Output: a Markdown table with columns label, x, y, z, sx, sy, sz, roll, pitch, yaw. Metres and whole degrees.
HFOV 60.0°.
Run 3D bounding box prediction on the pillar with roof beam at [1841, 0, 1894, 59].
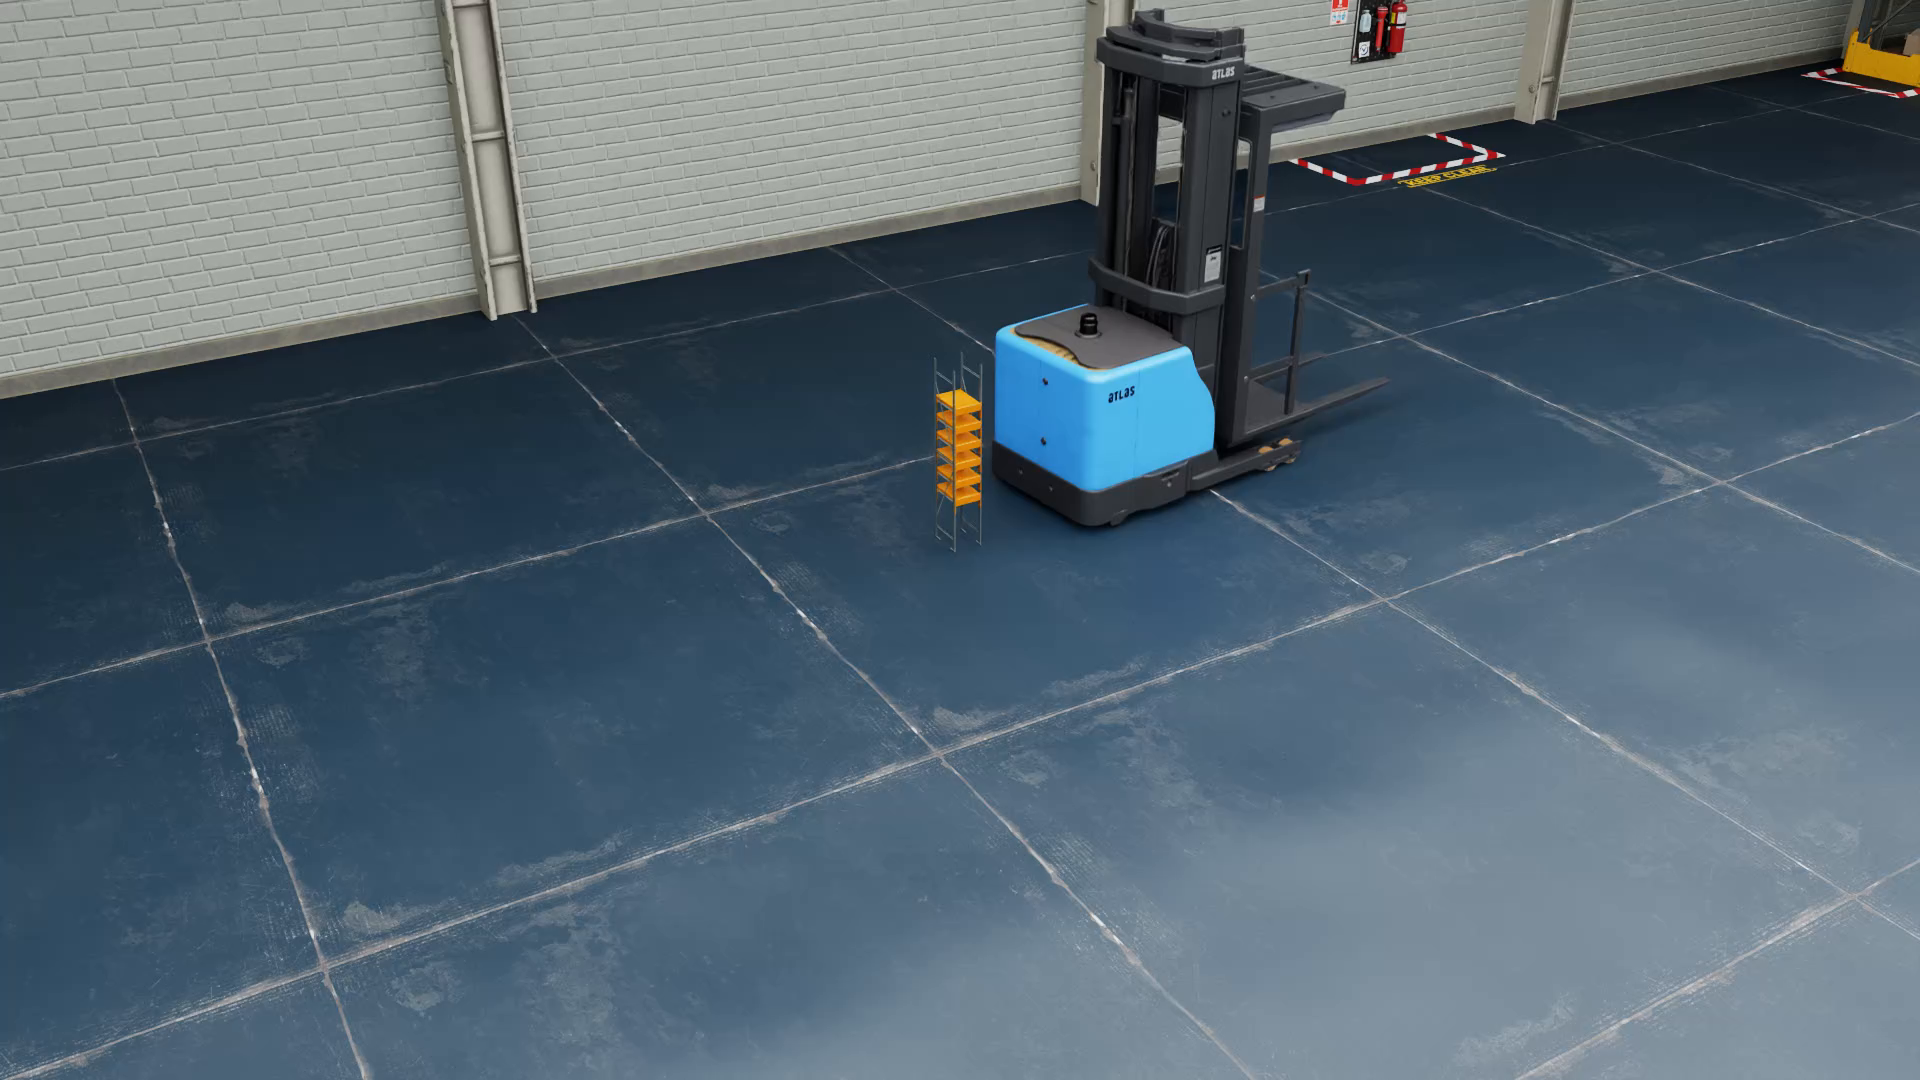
| label | x | y | z | sx | sy | sz | roll | pitch | yaw |
| --- | --- | --- | --- | --- | --- | --- | --- | --- | --- |
| pillar with roof beam | 13.953 | -8.461 | 16.366 | 0.400 | 9.000 | 9.100 | -16 | 33 | -26 |

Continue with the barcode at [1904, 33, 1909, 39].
| label | x | y | z | sx | sy | sz | roll | pitch | yaw |
| --- | --- | --- | --- | --- | --- | --- | --- | --- | --- |
| barcode | 12.062 | -6.418 | 21.192 | 0.075 | 0.075 | 0.001 | -16 | 33 | -26 |

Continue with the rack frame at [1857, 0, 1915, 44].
| label | x | y | z | sx | sy | sz | roll | pitch | yaw |
| --- | --- | --- | --- | --- | --- | --- | --- | --- | --- |
| rack frame | 11.607 | -7.096 | 20.101 | 0.127 | 3.000 | 1.000 | -16 | 33 | -26 |

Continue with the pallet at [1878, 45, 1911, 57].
| label | x | y | z | sx | sy | sz | roll | pitch | yaw |
| --- | --- | --- | --- | --- | --- | --- | --- | --- | --- |
| pallet | 12.391 | -6.078 | 21.143 | 1.213 | 0.211 | 1.003 | -16 | 33 | -26 |

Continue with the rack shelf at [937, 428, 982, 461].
| label | x | y | z | sx | sy | sz | roll | pitch | yaw |
| --- | --- | --- | --- | --- | --- | --- | --- | --- | --- |
| rack shelf | -0.012 | -0.588 | 10.015 | 0.180 | 0.103 | 0.258 | -16 | 33 | -26 |

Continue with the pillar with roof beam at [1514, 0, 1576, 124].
| label | x | y | z | sx | sy | sz | roll | pitch | yaw |
| --- | --- | --- | --- | --- | --- | --- | --- | --- | --- |
| pillar with roof beam | 8.780 | -6.992 | 13.704 | 0.400 | 9.000 | 9.100 | -16 | 33 | -26 |

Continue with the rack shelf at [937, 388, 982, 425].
| label | x | y | z | sx | sy | sz | roll | pitch | yaw |
| --- | --- | --- | --- | --- | --- | --- | --- | --- | --- |
| rack shelf | -0.012 | -0.798 | 9.899 | 0.180 | 0.103 | 0.258 | -16 | 33 | -26 |

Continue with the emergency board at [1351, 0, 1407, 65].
| label | x | y | z | sx | sy | sz | roll | pitch | yaw |
| --- | --- | --- | --- | --- | --- | --- | --- | --- | --- |
| emergency board | 4.450 | -5.570 | 17.336 | 0.643 | 1.169 | 0.194 | -16 | 33 | -26 |

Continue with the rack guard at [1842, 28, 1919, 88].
| label | x | y | z | sx | sy | sz | roll | pitch | yaw |
| --- | --- | --- | --- | --- | --- | --- | --- | --- | --- |
| rack guard | 11.673 | -6.020 | 20.739 | 0.348 | 0.500 | 1.175 | -16 | 33 | -26 |

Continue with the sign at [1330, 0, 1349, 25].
| label | x | y | z | sx | sy | sz | roll | pitch | yaw |
| --- | --- | --- | --- | --- | --- | --- | --- | --- | --- |
| sign | 3.921 | -5.493 | 17.160 | 0.234 | 0.329 | 0.001 | -16 | 33 | -26 |

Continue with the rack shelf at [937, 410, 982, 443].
| label | x | y | z | sx | sy | sz | roll | pitch | yaw |
| --- | --- | --- | --- | --- | --- | --- | --- | --- | --- |
| rack shelf | -0.012 | -0.693 | 9.957 | 0.180 | 0.103 | 0.258 | -16 | 33 | -26 |

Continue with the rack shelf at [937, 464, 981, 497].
| label | x | y | z | sx | sy | sz | roll | pitch | yaw |
| --- | --- | --- | --- | --- | --- | --- | --- | --- | --- |
| rack shelf | -0.012 | -0.378 | 10.131 | 0.180 | 0.103 | 0.258 | -16 | 33 | -26 |

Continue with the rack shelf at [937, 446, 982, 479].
| label | x | y | z | sx | sy | sz | roll | pitch | yaw |
| --- | --- | --- | --- | --- | --- | --- | --- | --- | --- |
| rack shelf | -0.012 | -0.483 | 10.073 | 0.180 | 0.103 | 0.258 | -16 | 33 | -26 |

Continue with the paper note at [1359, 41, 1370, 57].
| label | x | y | z | sx | sy | sz | roll | pitch | yaw |
| --- | --- | --- | --- | --- | --- | --- | --- | --- | --- |
| paper note | 4.262 | -5.169 | 17.523 | 0.142 | 0.148 | 0.016 | -16 | 33 | -26 |

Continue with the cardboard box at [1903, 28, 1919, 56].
| label | x | y | z | sx | sy | sz | roll | pitch | yaw |
| --- | --- | --- | --- | --- | --- | --- | --- | --- | --- |
| cardboard box | 12.249 | -6.243 | 20.884 | 0.500 | 0.311 | 0.500 | -20 | 35 | -32 |

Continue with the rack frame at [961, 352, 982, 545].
| label | x | y | z | sx | sy | sz | roll | pitch | yaw |
| --- | --- | --- | --- | --- | --- | --- | --- | --- | --- |
| rack frame | 0.066 | -0.544 | 10.092 | 0.006 | 1.200 | 0.240 | -16 | 33 | -26 |

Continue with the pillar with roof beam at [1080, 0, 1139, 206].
| label | x | y | z | sx | sy | sz | roll | pitch | yaw |
| --- | --- | --- | --- | --- | --- | --- | --- | --- | --- |
| pillar with roof beam | 3.607 | -5.523 | 11.043 | 0.400 | 9.000 | 9.100 | -16 | 33 | -26 |

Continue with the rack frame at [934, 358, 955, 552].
| label | x | y | z | sx | sy | sz | roll | pitch | yaw |
| --- | --- | --- | --- | --- | --- | --- | --- | --- | --- |
| rack frame | -0.091 | -0.499 | 10.011 | 0.006 | 1.200 | 0.240 | -16 | 33 | -26 |

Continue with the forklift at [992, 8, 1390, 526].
| label | x | y | z | sx | sy | sz | roll | pitch | yaw |
| --- | --- | --- | --- | --- | --- | --- | --- | --- | --- |
| forklift | 1.692 | -1.929 | 10.810 | 3.031 | 2.935 | 1.130 | -20 | 35 | -32 |

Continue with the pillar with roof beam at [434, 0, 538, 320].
| label | x | y | z | sx | sy | sz | roll | pitch | yaw |
| --- | --- | --- | --- | --- | --- | --- | --- | --- | --- |
| pillar with roof beam | -1.566 | -4.055 | 8.382 | 0.400 | 9.000 | 9.100 | -16 | 33 | -26 |

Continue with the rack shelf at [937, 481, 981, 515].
| label | x | y | z | sx | sy | sz | roll | pitch | yaw |
| --- | --- | --- | --- | --- | --- | --- | --- | --- | --- |
| rack shelf | -0.012 | -0.273 | 10.189 | 0.180 | 0.103 | 0.258 | -16 | 33 | -26 |

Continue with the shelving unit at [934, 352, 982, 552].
| label | x | y | z | sx | sy | sz | roll | pitch | yaw |
| --- | --- | --- | --- | --- | --- | --- | --- | --- | --- |
| shelving unit | -0.012 | -0.522 | 10.052 | 0.189 | 1.200 | 0.258 | -16 | 33 | -26 |
